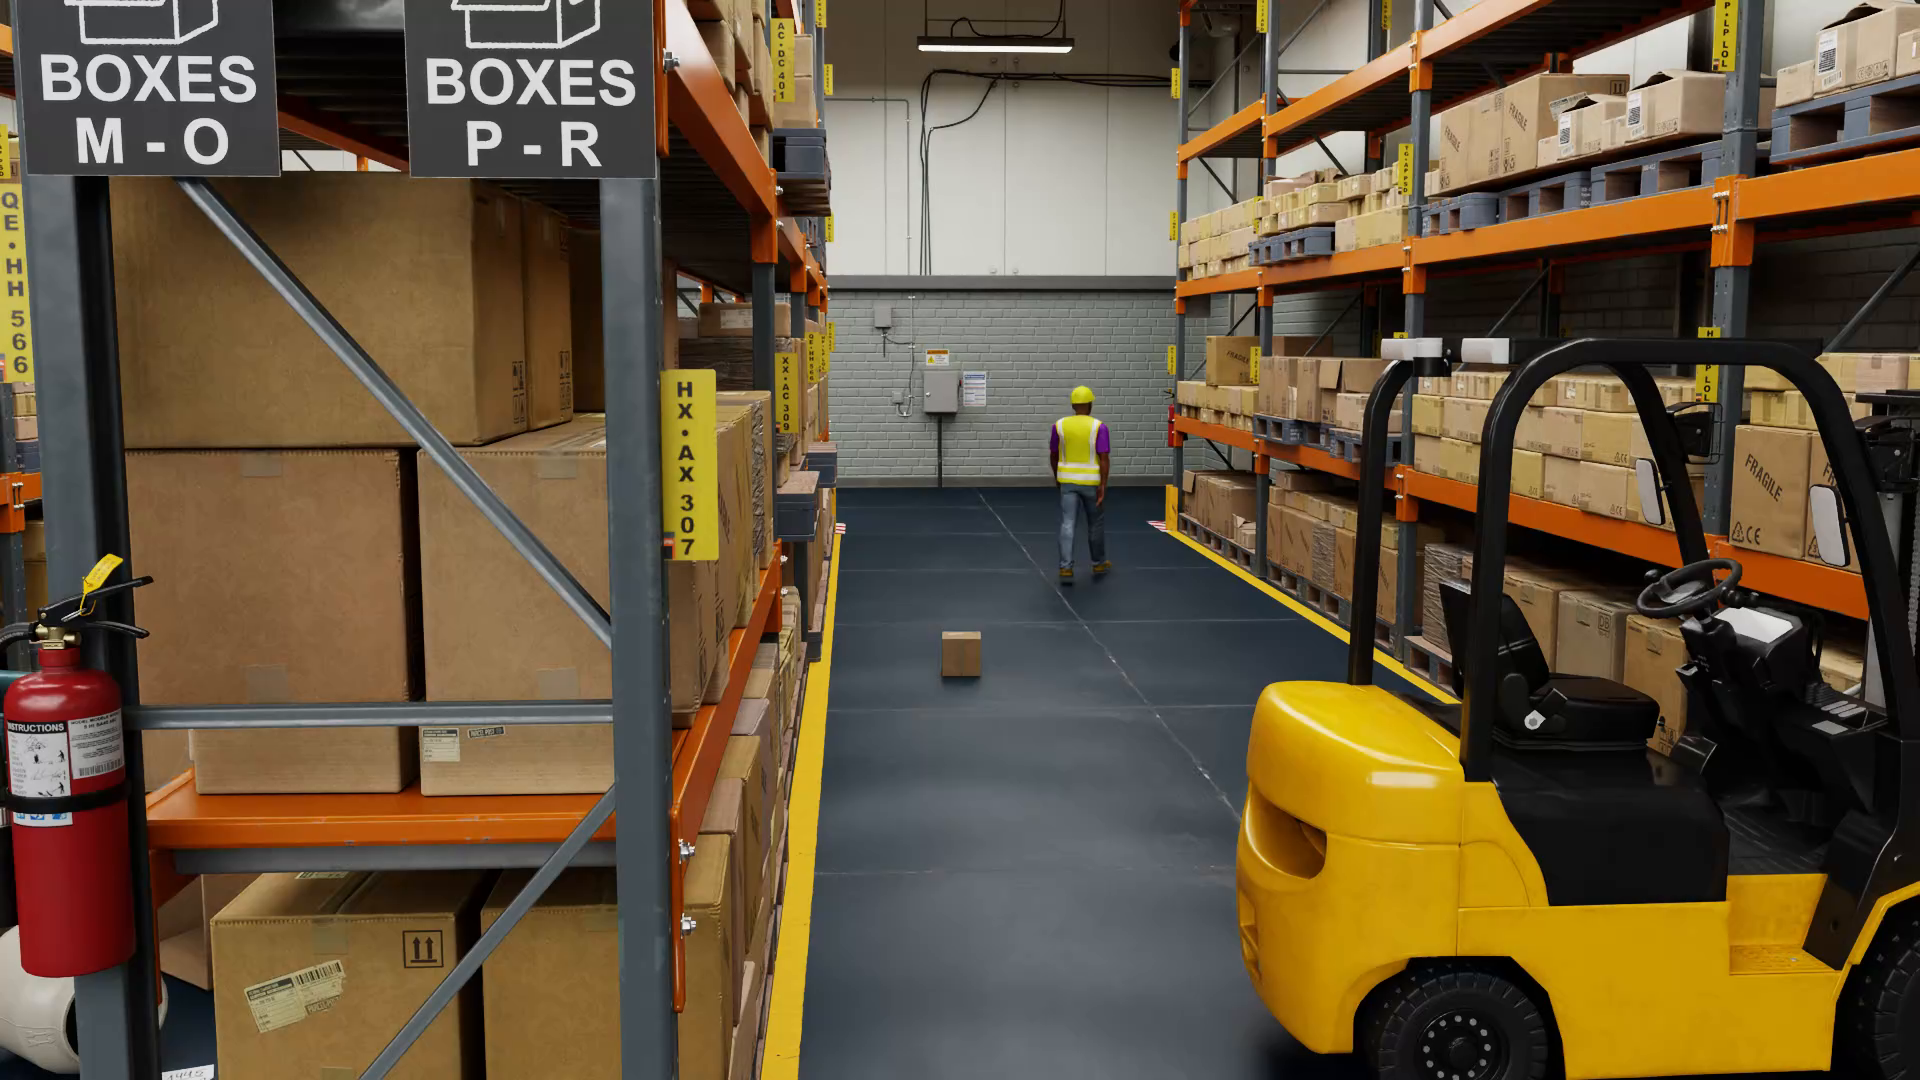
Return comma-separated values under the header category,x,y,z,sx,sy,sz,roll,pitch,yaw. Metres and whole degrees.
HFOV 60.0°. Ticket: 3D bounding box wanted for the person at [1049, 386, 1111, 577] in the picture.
category,x,y,z,sx,sy,sz,roll,pitch,yaw
person,1.104,-0.536,15.065,0.582,1.716,1.041,2,7,16
